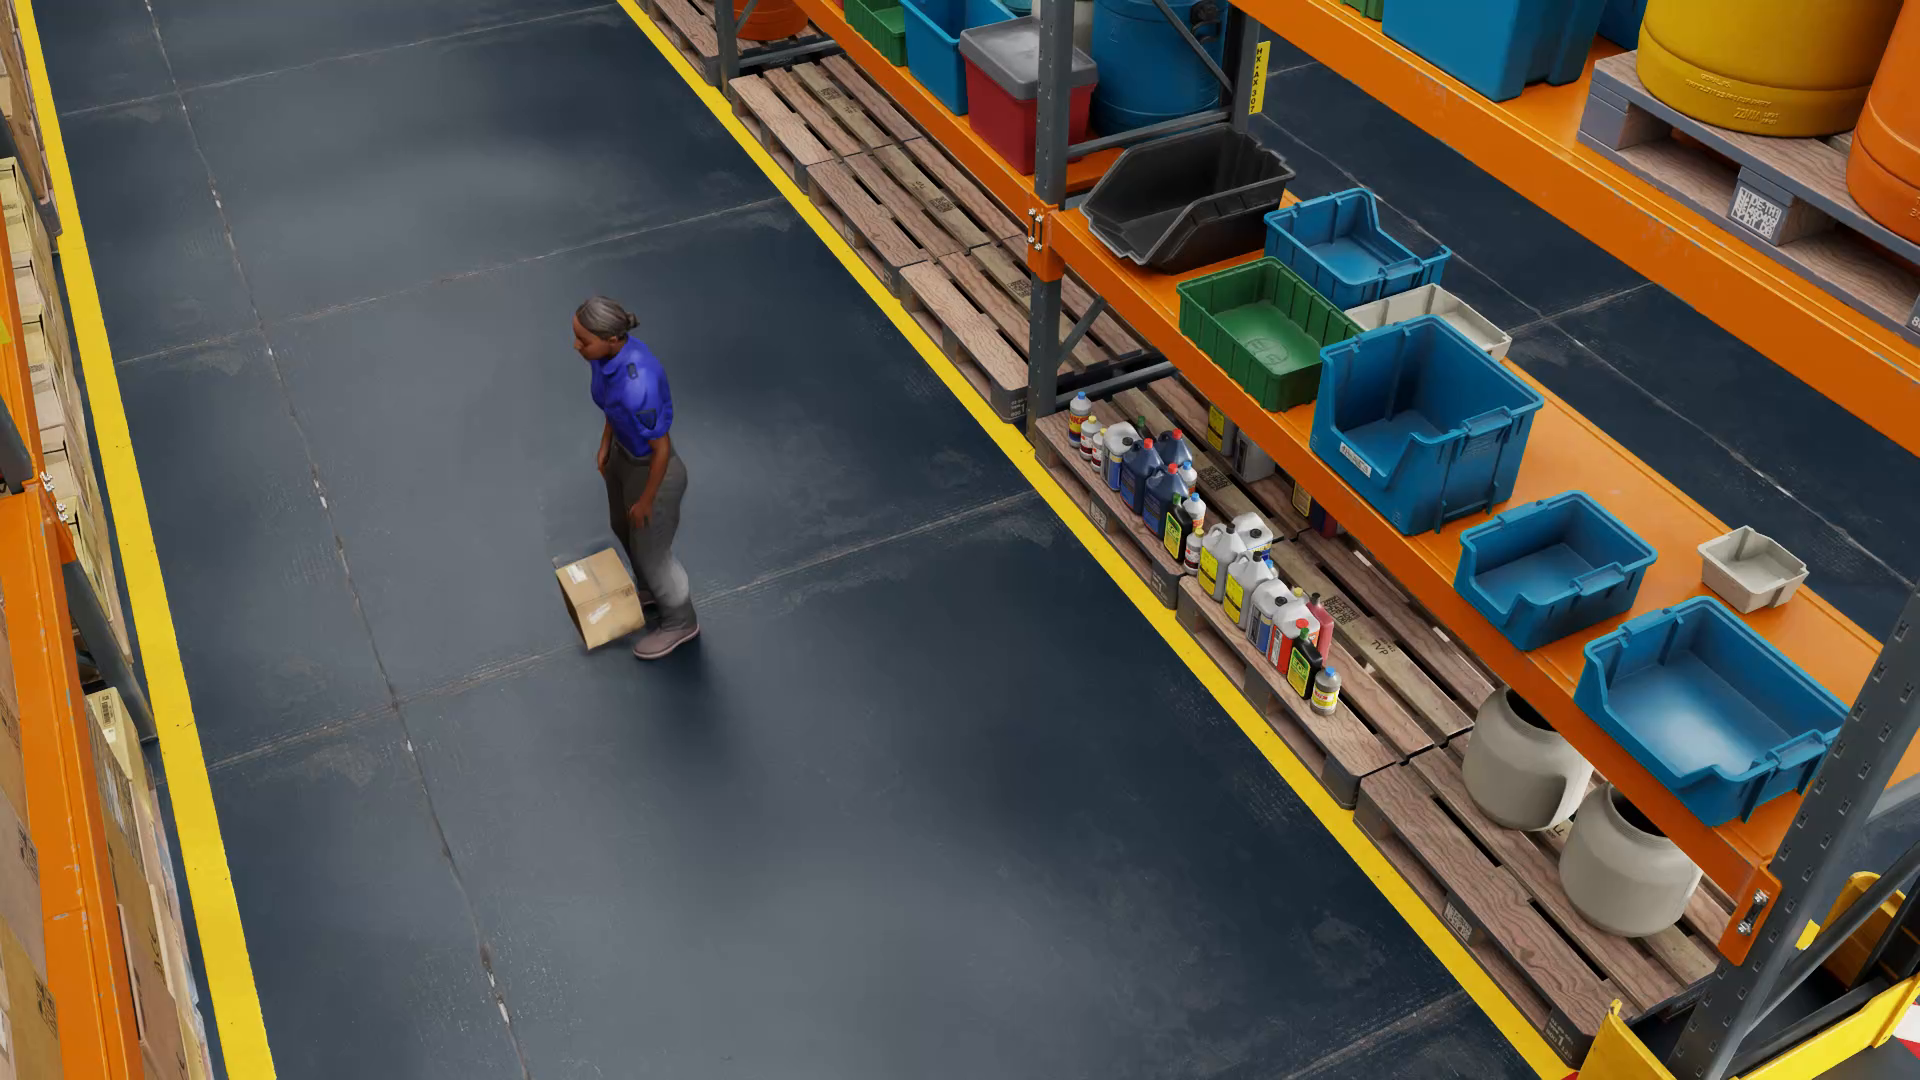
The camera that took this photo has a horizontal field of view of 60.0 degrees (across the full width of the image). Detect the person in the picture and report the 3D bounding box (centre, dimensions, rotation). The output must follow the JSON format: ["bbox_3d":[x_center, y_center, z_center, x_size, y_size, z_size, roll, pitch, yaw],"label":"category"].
[{"bbox_3d":[-1.257,-0.268,6.464,0.344,1.657,0.500,-20,45,-21],"label":"person"}]
